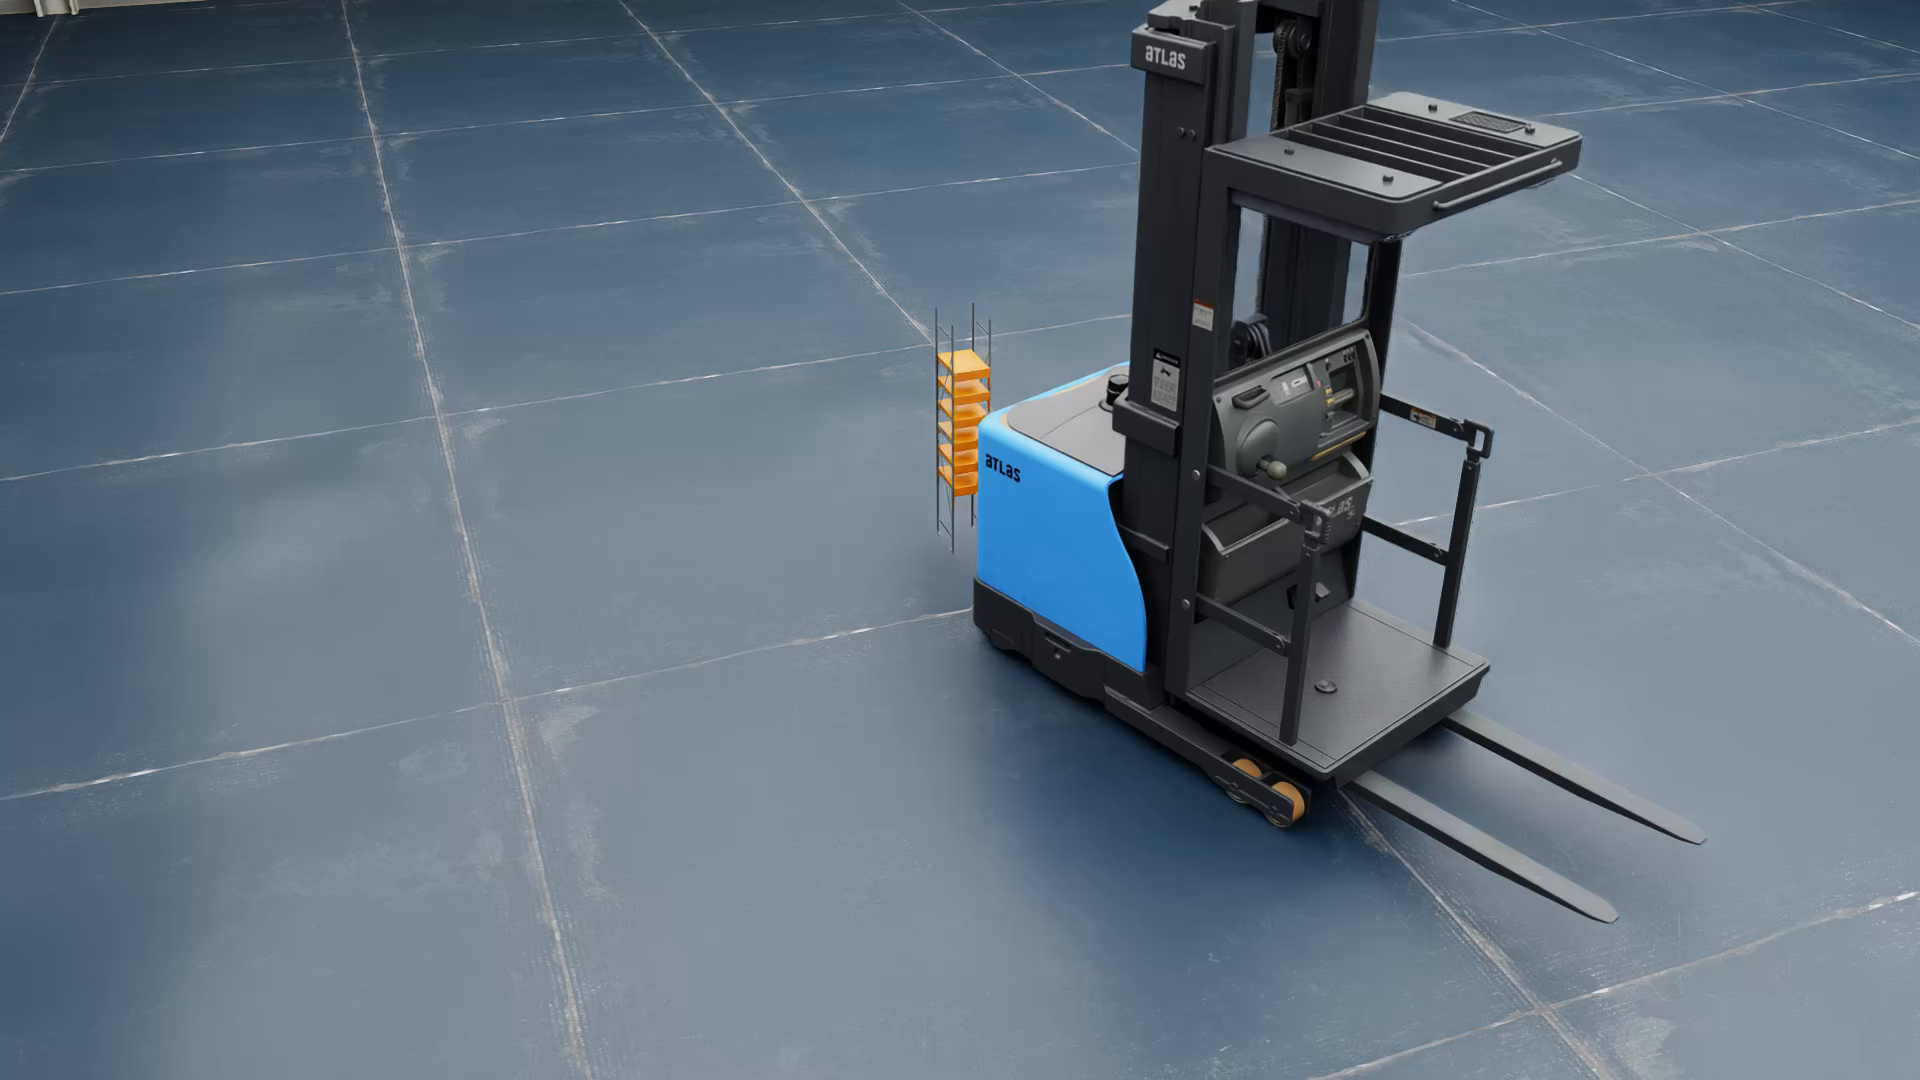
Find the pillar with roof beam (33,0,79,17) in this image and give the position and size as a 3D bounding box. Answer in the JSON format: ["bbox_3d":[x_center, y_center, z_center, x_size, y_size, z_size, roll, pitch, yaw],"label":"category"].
[{"bbox_3d":[-8.586,-7.815,12.876,0.400,9.000,9.100,-10,31,-18],"label":"pillar with roof beam"}]

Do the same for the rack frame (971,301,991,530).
[{"bbox_3d":[0.099,-0.540,7.985,0.006,1.200,0.240,-10,31,-18],"label":"rack frame"}]

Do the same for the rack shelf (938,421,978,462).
[{"bbox_3d":[0.014,-0.485,7.979,0.180,0.103,0.258,-10,31,-18],"label":"rack shelf"}]

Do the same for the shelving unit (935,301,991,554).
[{"bbox_3d":[0.014,-0.524,7.957,0.189,1.200,0.258,-10,31,-18],"label":"shelving unit"}]

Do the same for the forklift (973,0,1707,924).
[{"bbox_3d":[1.414,-0.468,6.111,1.130,2.935,3.031,-24,37,-35],"label":"forklift"}]

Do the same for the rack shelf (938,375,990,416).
[{"bbox_3d":[0.014,-0.694,7.861,0.180,0.103,0.258,-10,31,-18],"label":"rack shelf"}]

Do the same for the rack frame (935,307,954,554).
[{"bbox_3d":[-0.072,-0.508,7.930,0.006,1.200,0.240,-10,31,-18],"label":"rack frame"}]

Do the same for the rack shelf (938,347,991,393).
[{"bbox_3d":[0.014,-0.798,7.801,0.180,0.103,0.258,-10,31,-18],"label":"rack shelf"}]

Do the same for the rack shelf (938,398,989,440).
[{"bbox_3d":[0.014,-0.589,7.920,0.180,0.103,0.258,-10,31,-18],"label":"rack shelf"}]

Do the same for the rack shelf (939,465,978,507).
[{"bbox_3d":[0.014,-0.277,8.098,0.180,0.103,0.258,-10,31,-18],"label":"rack shelf"}]

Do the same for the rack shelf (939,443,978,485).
[{"bbox_3d":[0.014,-0.381,8.039,0.180,0.103,0.258,-10,31,-18],"label":"rack shelf"}]
